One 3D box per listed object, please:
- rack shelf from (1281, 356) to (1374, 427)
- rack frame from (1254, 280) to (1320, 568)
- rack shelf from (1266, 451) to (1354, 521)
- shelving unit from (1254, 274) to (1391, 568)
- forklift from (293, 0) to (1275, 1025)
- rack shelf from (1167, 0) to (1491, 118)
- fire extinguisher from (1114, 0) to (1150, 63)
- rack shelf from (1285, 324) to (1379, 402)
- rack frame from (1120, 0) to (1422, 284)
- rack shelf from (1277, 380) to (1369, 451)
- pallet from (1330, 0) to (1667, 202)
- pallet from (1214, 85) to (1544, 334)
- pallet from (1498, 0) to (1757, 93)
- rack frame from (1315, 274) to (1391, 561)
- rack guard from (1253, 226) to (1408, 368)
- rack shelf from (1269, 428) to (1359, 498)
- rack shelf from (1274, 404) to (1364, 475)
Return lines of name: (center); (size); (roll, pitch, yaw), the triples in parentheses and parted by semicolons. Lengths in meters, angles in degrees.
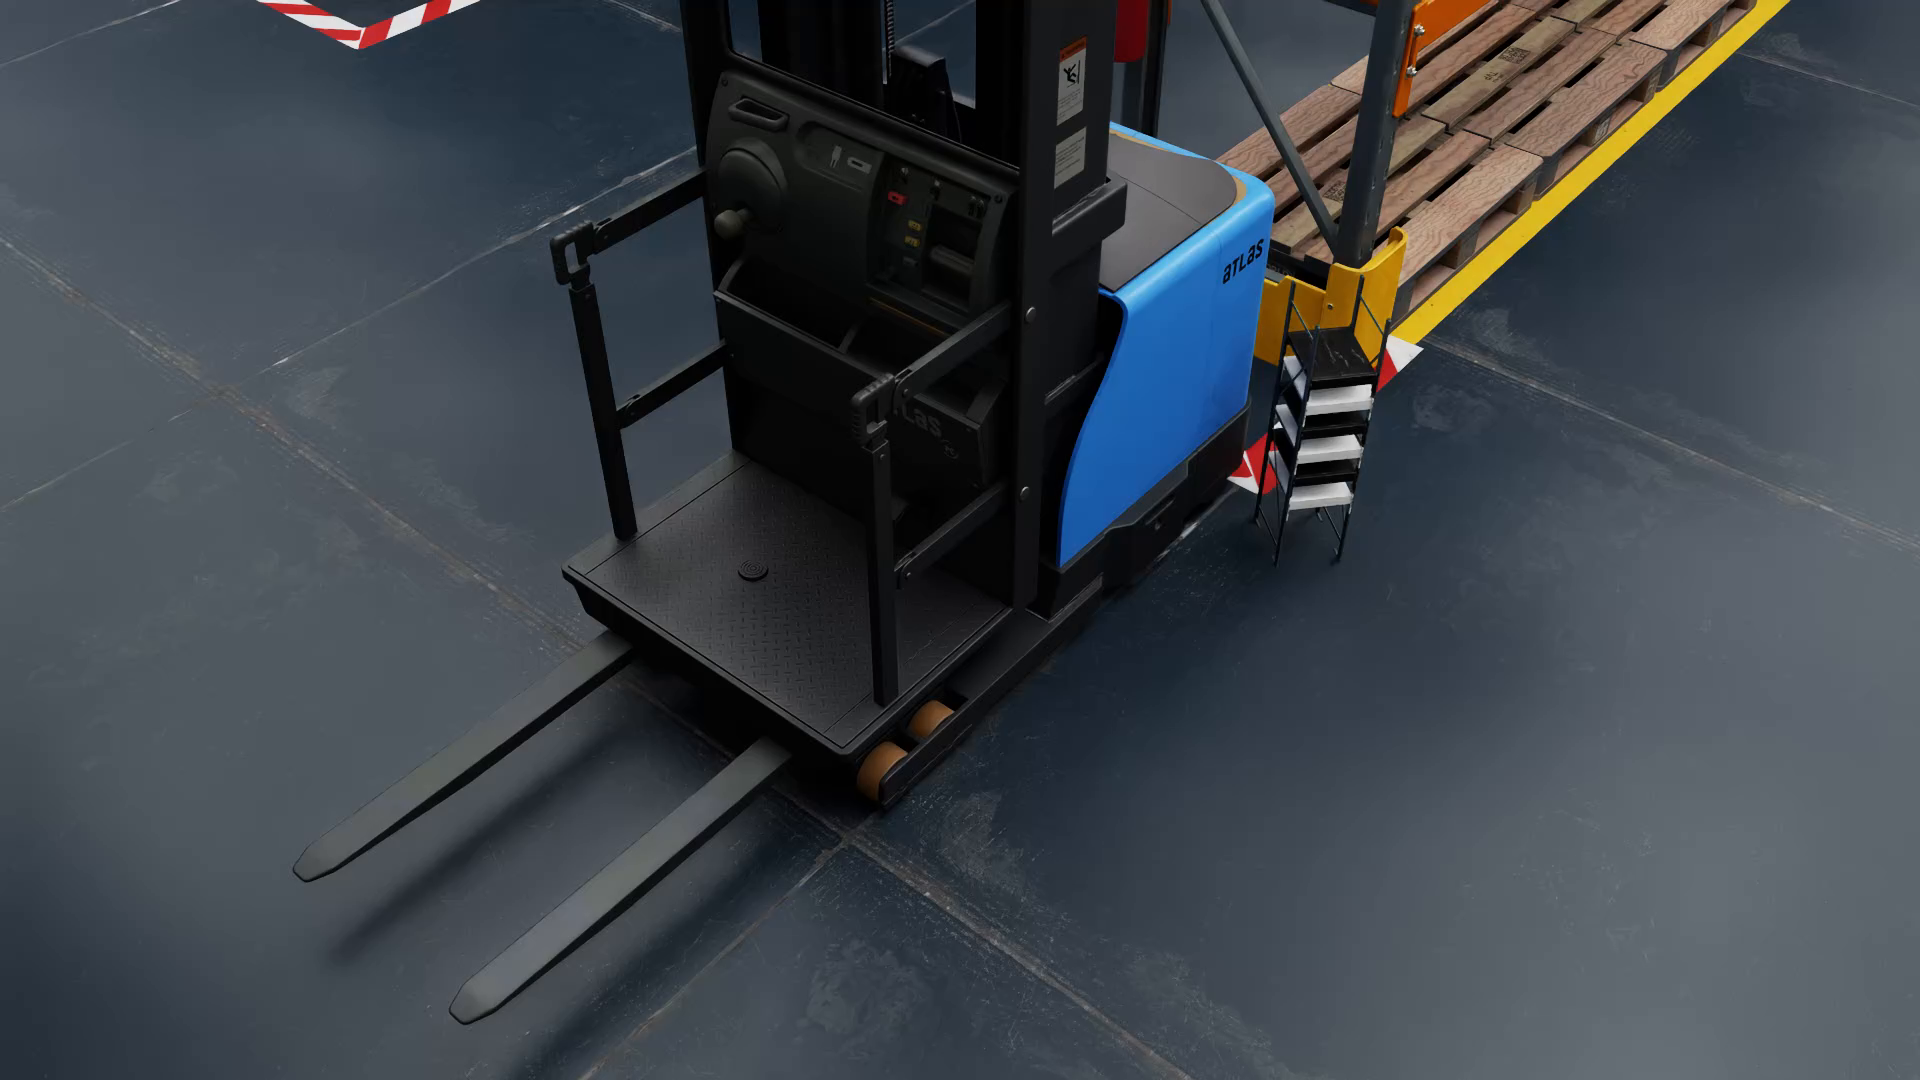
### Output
rack shelf: (1.065, -0.446, 4.853); (0.200, 0.077, 0.258); (-6, 43, -7)
rack frame: (0.964, -0.326, 4.940); (0.006, 0.900, 0.240); (-6, 43, -7)
rack shelf: (1.065, -0.179, 5.095); (0.200, 0.077, 0.258); (-6, 43, -7)
shelving unit: (1.065, -0.337, 4.952); (0.210, 0.900, 0.258); (-6, 43, -7)
forklift: (-0.401, -0.760, 3.907); (1.130, 2.935, 3.031); (29, 50, 28)
rack shelf: (2.282, -2.730, 6.557); (1.077, 0.370, 4.000); (29, 50, 28)
fire extinguisher: (0.550, -1.918, 5.465); (0.296, 0.674, 0.183); (29, 50, 28)
rack shelf: (1.065, -0.512, 4.793); (0.200, 0.077, 0.258); (-6, 43, -7)
rack frame: (0.995, -1.966, 5.182); (1.000, 3.000, 0.127); (29, 50, 28)
rack shelf: (1.065, -0.379, 4.914); (0.200, 0.077, 0.258); (-6, 43, -7)
pallet: (2.341, -1.967, 7.257); (1.003, 0.211, 1.213); (29, 50, 28)
pallet: (1.555, -1.342, 6.569); (1.003, 0.211, 1.213); (29, 50, 28)
pallet: (3.126, -2.598, 7.951); (1.003, 0.211, 1.213); (29, 50, 28)
rack frame: (1.165, -0.348, 4.963); (0.006, 0.900, 0.240); (-6, 43, -7)
rack guard: (0.990, -1.023, 6.004); (1.175, 0.500, 0.348); (29, 50, 28)
rack shelf: (1.065, -0.246, 5.035); (0.200, 0.077, 0.258); (-6, 43, -7)
rack shelf: (1.065, -0.312, 4.974); (0.200, 0.077, 0.258); (-6, 43, -7)
